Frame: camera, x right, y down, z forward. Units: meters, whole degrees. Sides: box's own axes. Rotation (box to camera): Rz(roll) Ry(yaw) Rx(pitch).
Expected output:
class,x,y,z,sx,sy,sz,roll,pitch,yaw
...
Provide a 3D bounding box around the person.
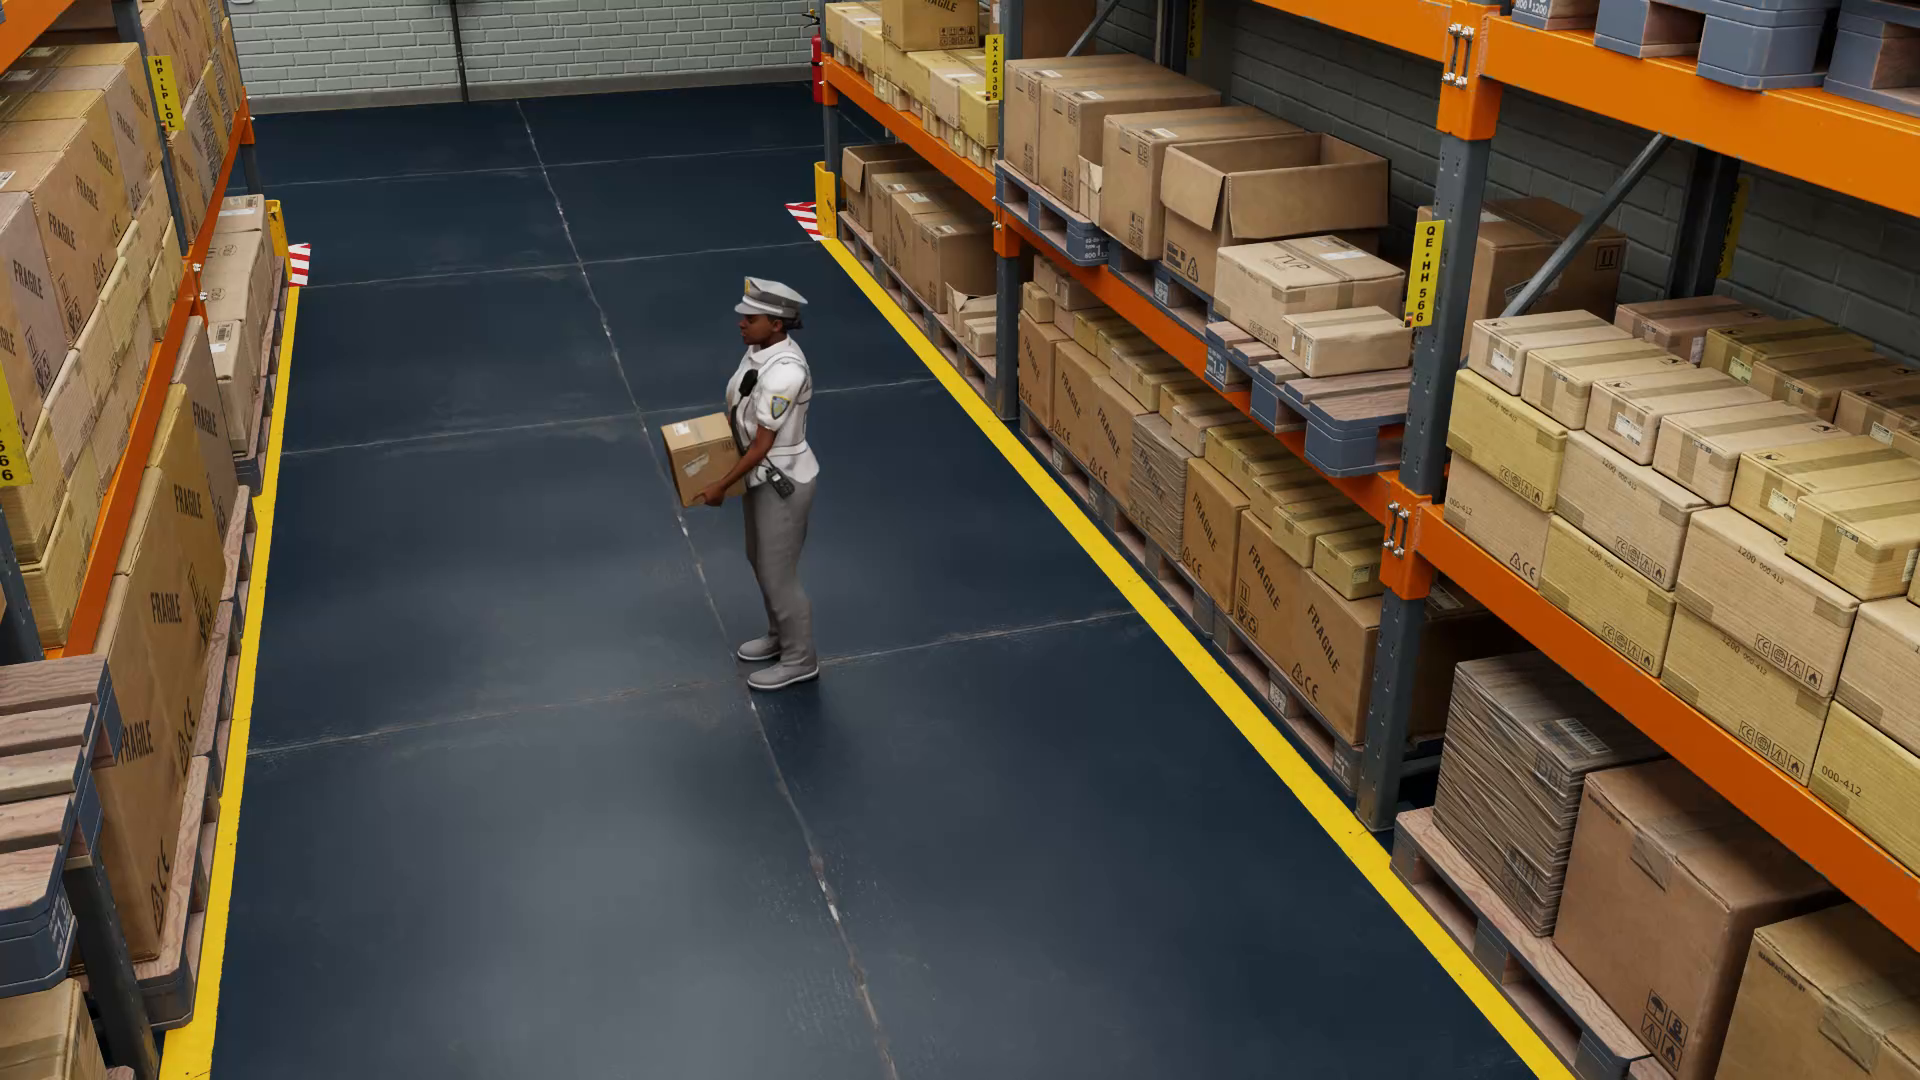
class,x,y,z,sx,sy,sz,roll,pitch,yaw
person,-0.815,-0.217,6.527,0.520,1.692,0.435,-8,28,-16
